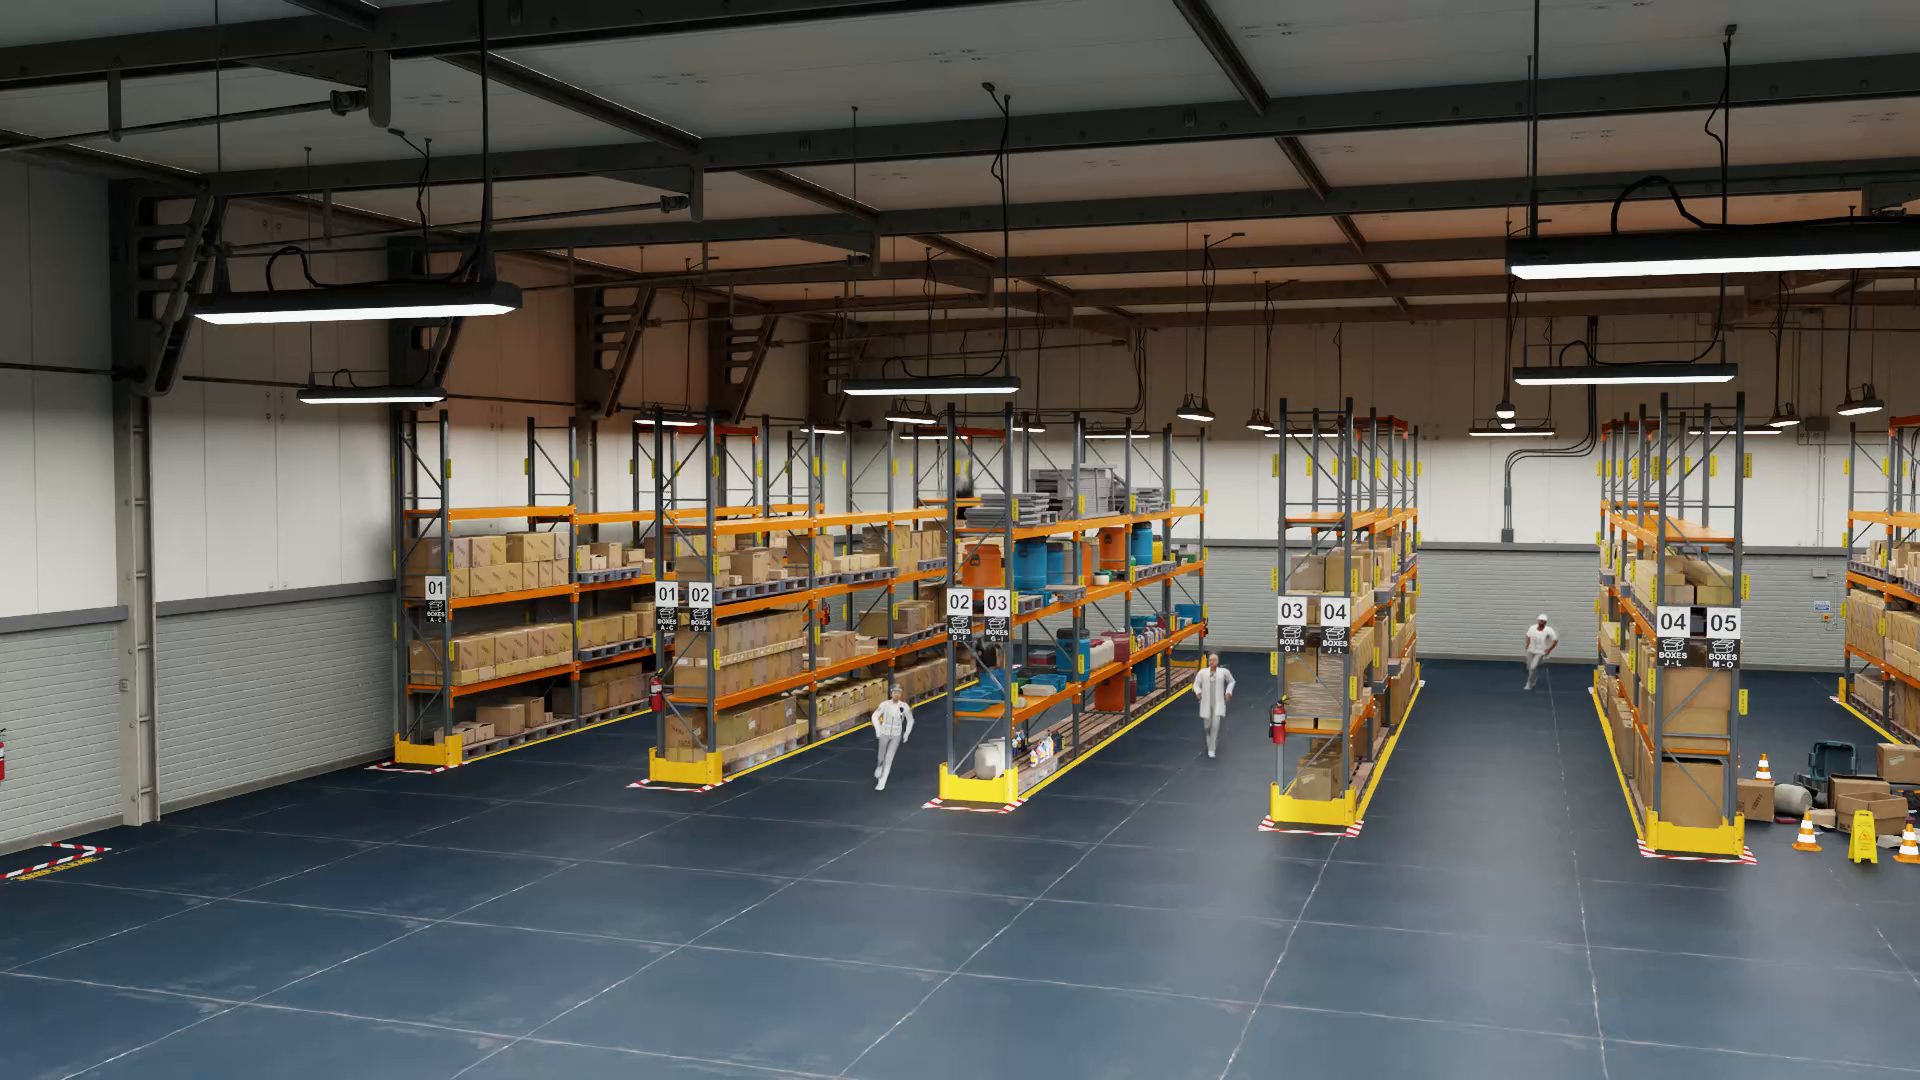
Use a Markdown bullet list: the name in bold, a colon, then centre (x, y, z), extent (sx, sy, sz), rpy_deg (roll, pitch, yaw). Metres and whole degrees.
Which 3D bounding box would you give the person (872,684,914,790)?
- **person**: centre (-1.052, 3.063, 26.115), extent (0.668, 1.632, 0.700), rpy_deg (0, 2, 0)

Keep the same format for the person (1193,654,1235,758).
- **person**: centre (4.460, 2.886, 29.225), extent (0.722, 1.765, 0.955), rpy_deg (1, 3, 15)

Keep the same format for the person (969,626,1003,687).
- **person**: centre (0.521, 2.669, 34.323), extent (0.645, 1.794, 0.803), rpy_deg (1, 2, 12)

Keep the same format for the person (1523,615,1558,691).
- **person**: centre (13.106, 2.532, 37.569), extent (0.743, 1.716, 0.752), rpy_deg (2, 3, 44)
